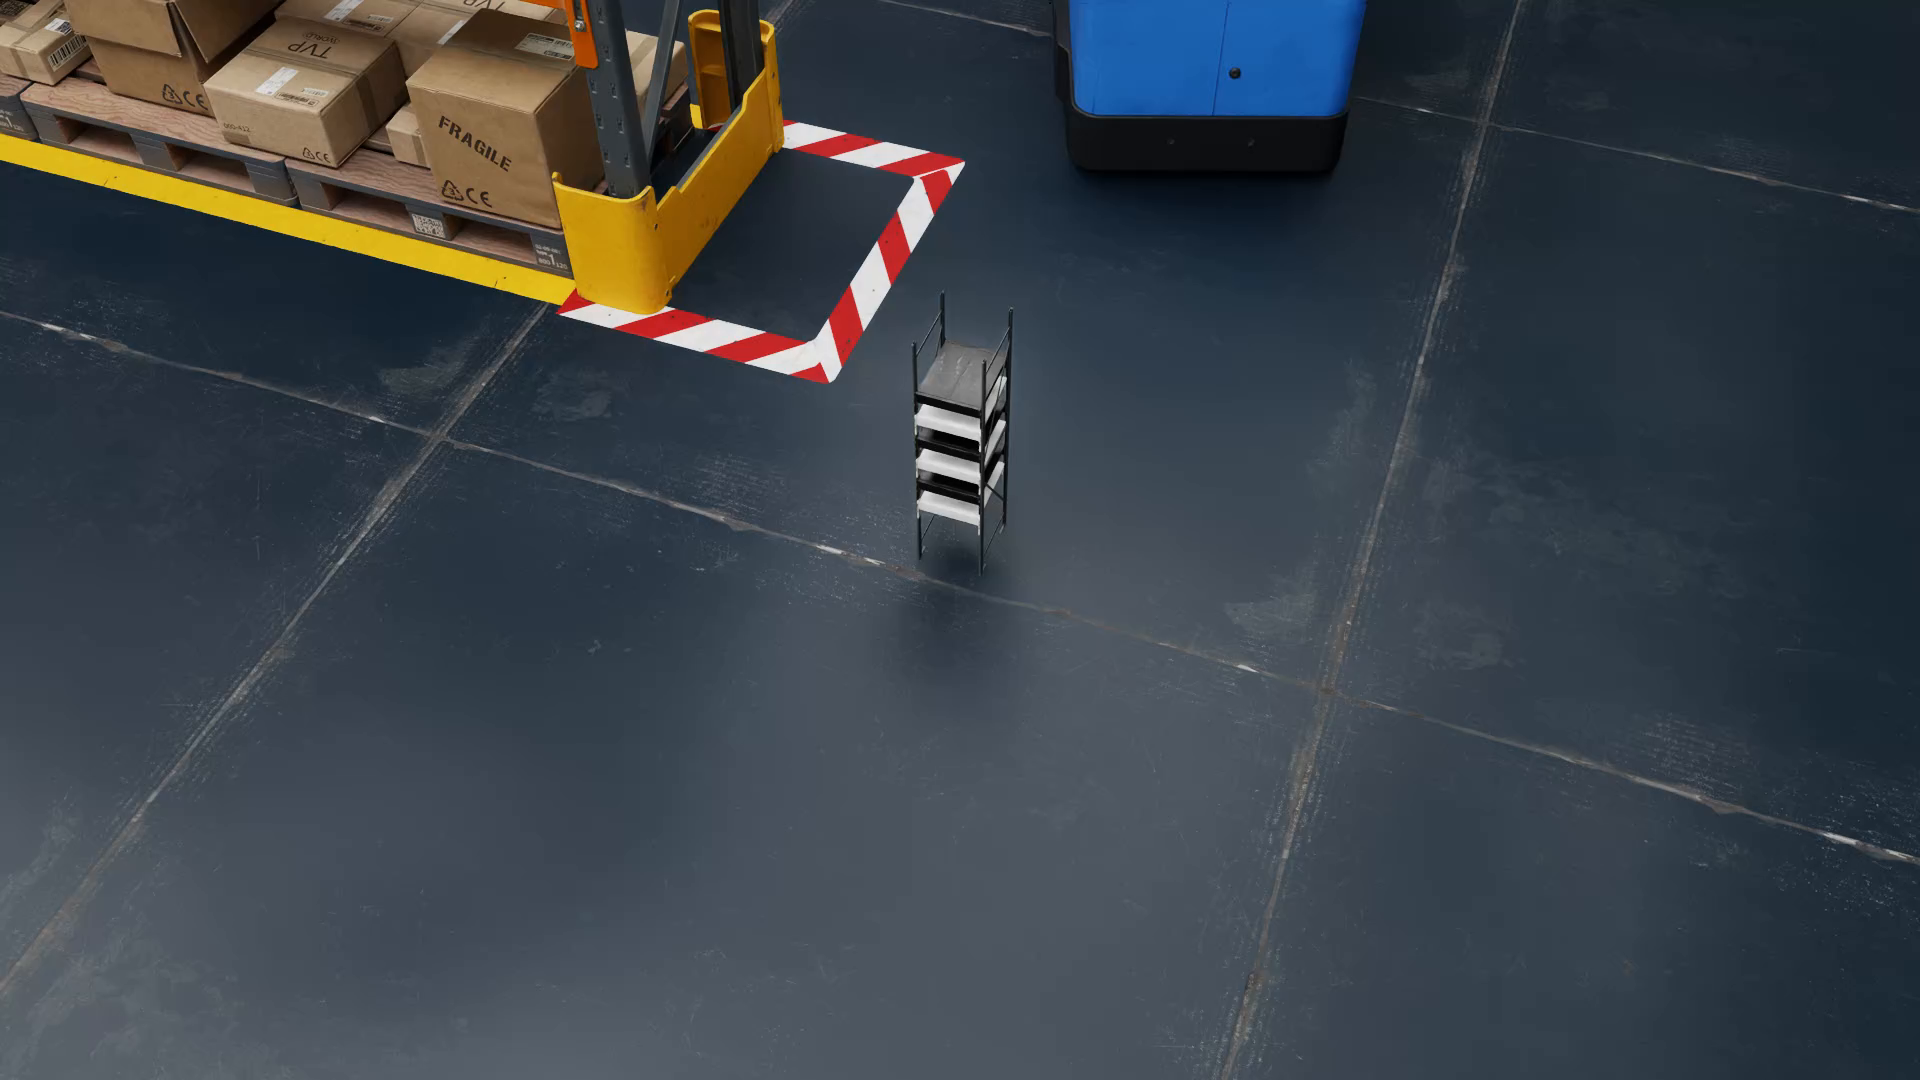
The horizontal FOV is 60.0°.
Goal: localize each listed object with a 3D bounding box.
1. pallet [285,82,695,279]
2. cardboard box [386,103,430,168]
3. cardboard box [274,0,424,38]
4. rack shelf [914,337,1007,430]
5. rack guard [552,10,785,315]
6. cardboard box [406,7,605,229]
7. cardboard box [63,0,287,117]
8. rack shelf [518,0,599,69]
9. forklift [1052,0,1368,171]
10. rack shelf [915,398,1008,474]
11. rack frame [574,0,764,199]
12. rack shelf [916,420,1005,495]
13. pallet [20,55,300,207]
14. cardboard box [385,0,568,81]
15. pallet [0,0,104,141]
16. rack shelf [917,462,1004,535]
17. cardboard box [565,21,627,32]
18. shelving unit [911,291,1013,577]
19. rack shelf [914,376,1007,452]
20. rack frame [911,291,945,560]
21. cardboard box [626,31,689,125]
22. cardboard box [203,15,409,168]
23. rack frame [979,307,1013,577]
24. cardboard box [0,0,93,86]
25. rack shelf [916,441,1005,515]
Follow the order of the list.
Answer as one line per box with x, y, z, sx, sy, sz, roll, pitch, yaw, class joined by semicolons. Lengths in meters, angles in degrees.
-1.792;-1.527;6.434;1.213;0.211;1.003;16;51;13;pallet
-1.917;-1.566;6.206;0.250;0.166;0.380;16;51;13;cardboard box
-2.322;-2.061;6.580;0.500;0.250;0.500;16;51;13;cardboard box
0.008;-0.448;4.729;0.200;0.077;0.258;16;51;13;rack shelf
-1.044;-1.414;6.144;0.348;0.500;1.175;16;51;13;rack guard
-1.568;-1.506;5.933;0.500;0.500;0.500;16;51;13;cardboard box
-2.961;-2.098;6.444;0.637;0.503;0.797;16;51;13;cardboard box
-2.849;-2.501;5.908;4.000;0.370;1.077;16;51;13;rack shelf
0.957;-3.473;6.321;1.130;2.935;3.031;0;49;0;forklift
0.008;-0.330;4.865;0.200;0.077;0.258;16;51;13;rack shelf
-0.973;-2.212;5.183;0.127;3.000;1.000;16;51;13;rack frame
0.008;-0.271;4.933;0.200;0.077;0.258;16;51;13;rack shelf
-2.933;-1.848;6.712;1.213;0.211;1.003;16;51;13;pallet
-1.853;-1.930;6.467;0.500;0.250;0.500;16;51;13;cardboard box
-4.081;-2.166;6.988;1.213;0.211;1.003;16;51;13;pallet
0.008;-0.153;5.069;0.200;0.077;0.258;16;51;13;rack shelf
-1.481;-1.847;6.450;0.250;0.166;0.380;16;51;13;cardboard box
0.008;-0.293;4.908;0.210;0.900;0.258;16;51;13;shelving unit
0.008;-0.389;4.797;0.200;0.077;0.258;16;51;13;rack shelf
-0.088;-0.319;4.931;0.006;0.900;0.240;16;51;13;rack frame
-1.246;-1.776;6.400;0.250;0.149;0.380;16;51;13;cardboard box
-2.449;-1.694;6.261;0.500;0.250;0.500;16;51;13;cardboard box
0.103;-0.266;4.885;0.006;0.900;0.240;16;51;13;rack frame
-3.591;-1.993;6.576;0.250;0.166;0.380;16;51;13;cardboard box
0.008;-0.212;5.001;0.200;0.077;0.258;16;51;13;rack shelf
